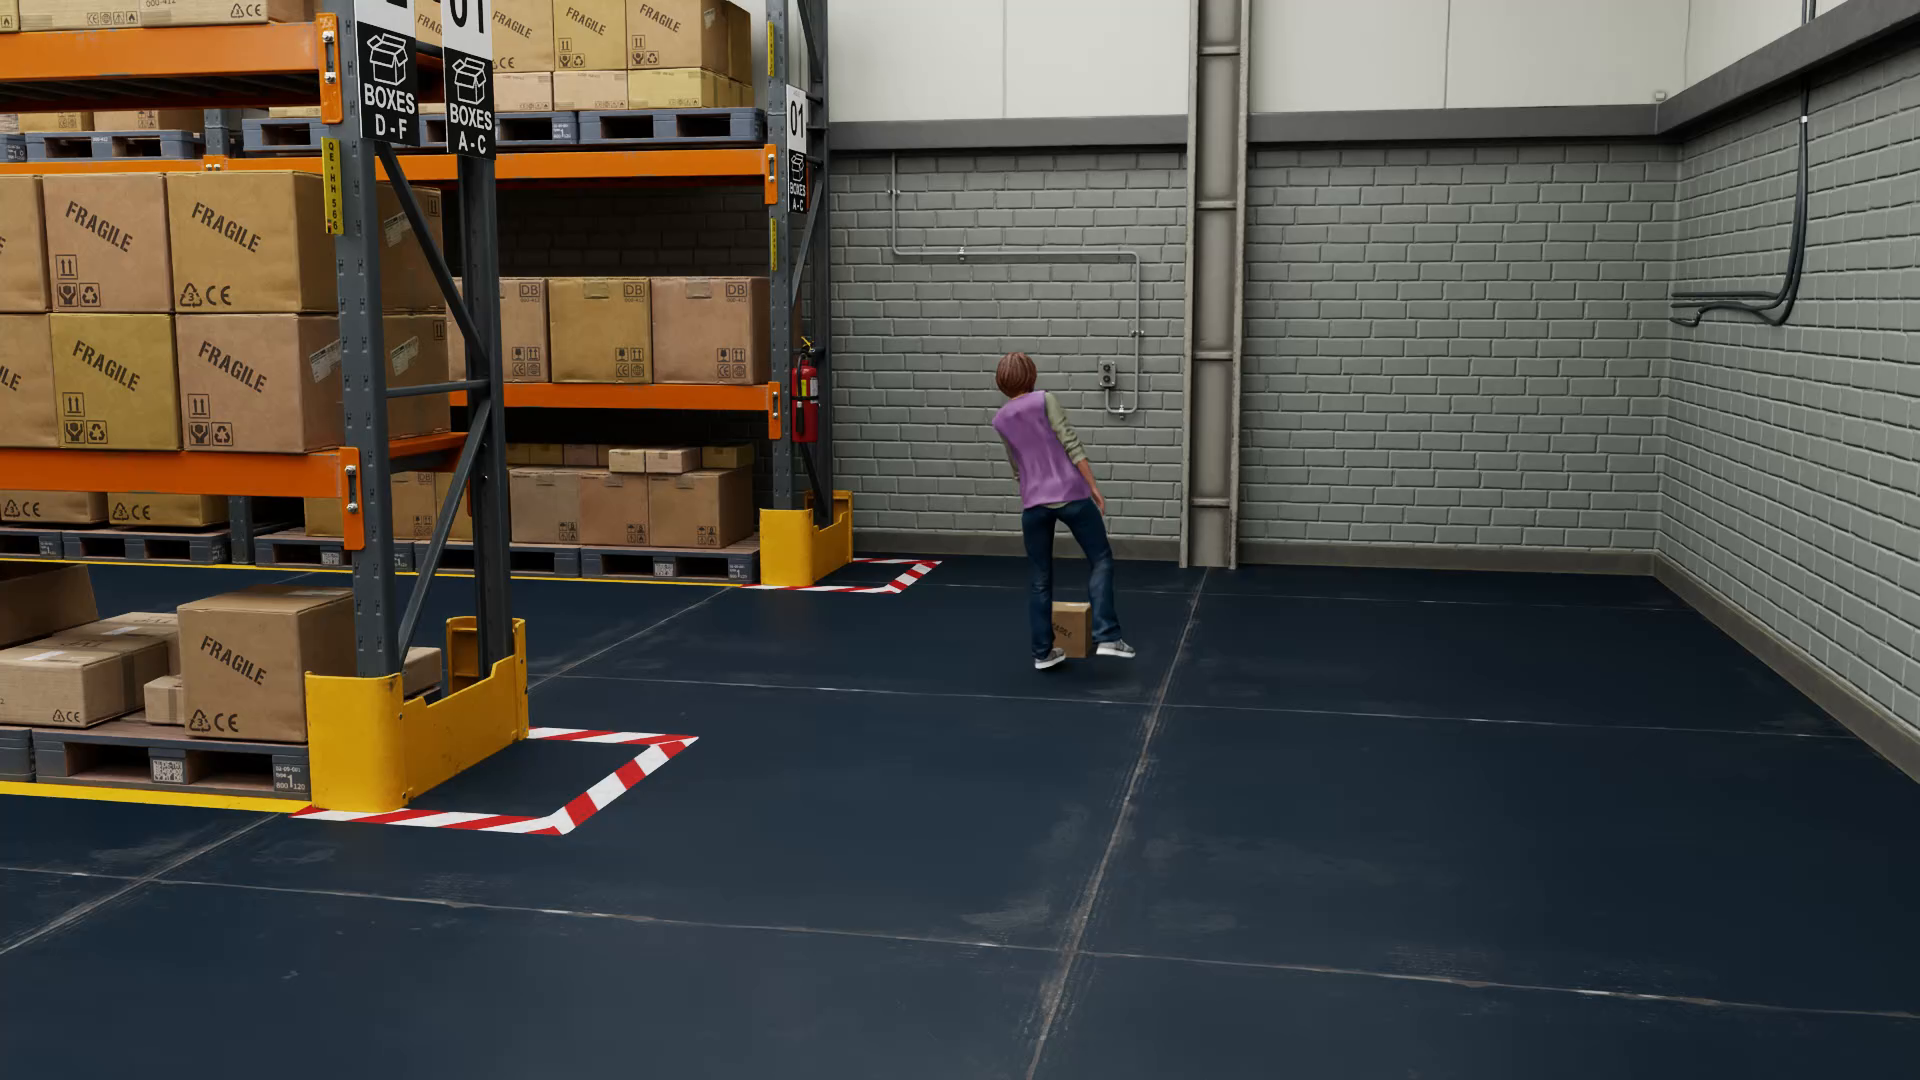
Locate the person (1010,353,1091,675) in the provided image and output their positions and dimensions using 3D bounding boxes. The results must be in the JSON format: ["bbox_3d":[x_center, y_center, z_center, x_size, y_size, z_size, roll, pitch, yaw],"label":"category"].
[{"bbox_3d":[0.446,-0.122,8.232,0.407,1.602,0.311,2,8,12],"label":"person"}]
